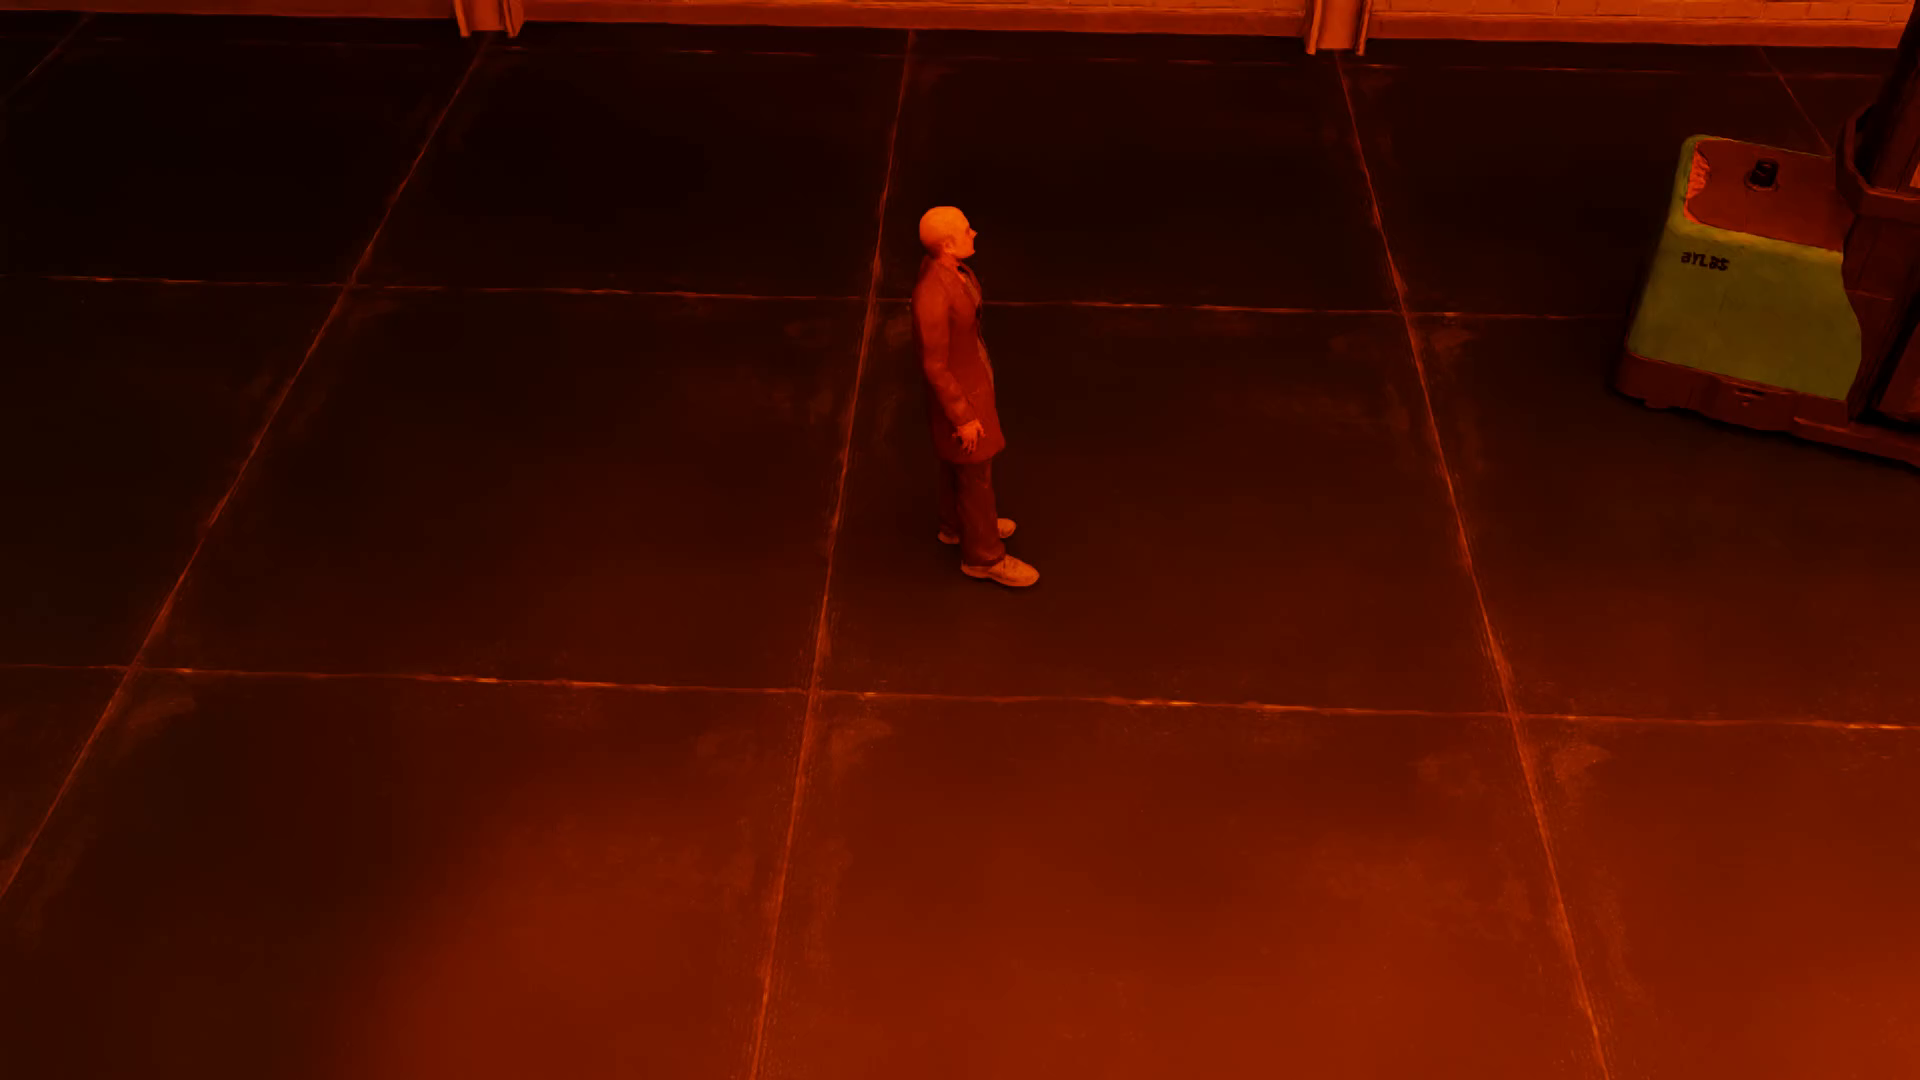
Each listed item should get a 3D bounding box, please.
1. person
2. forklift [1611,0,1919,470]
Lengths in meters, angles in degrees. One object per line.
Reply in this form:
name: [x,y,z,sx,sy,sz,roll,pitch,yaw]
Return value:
person: [0.091,-0.656,7.306,0.580,1.776,0.694,2,42,2]
forklift: [4.980,-1.737,7.645,3.031,2.935,1.130,16,45,16]
